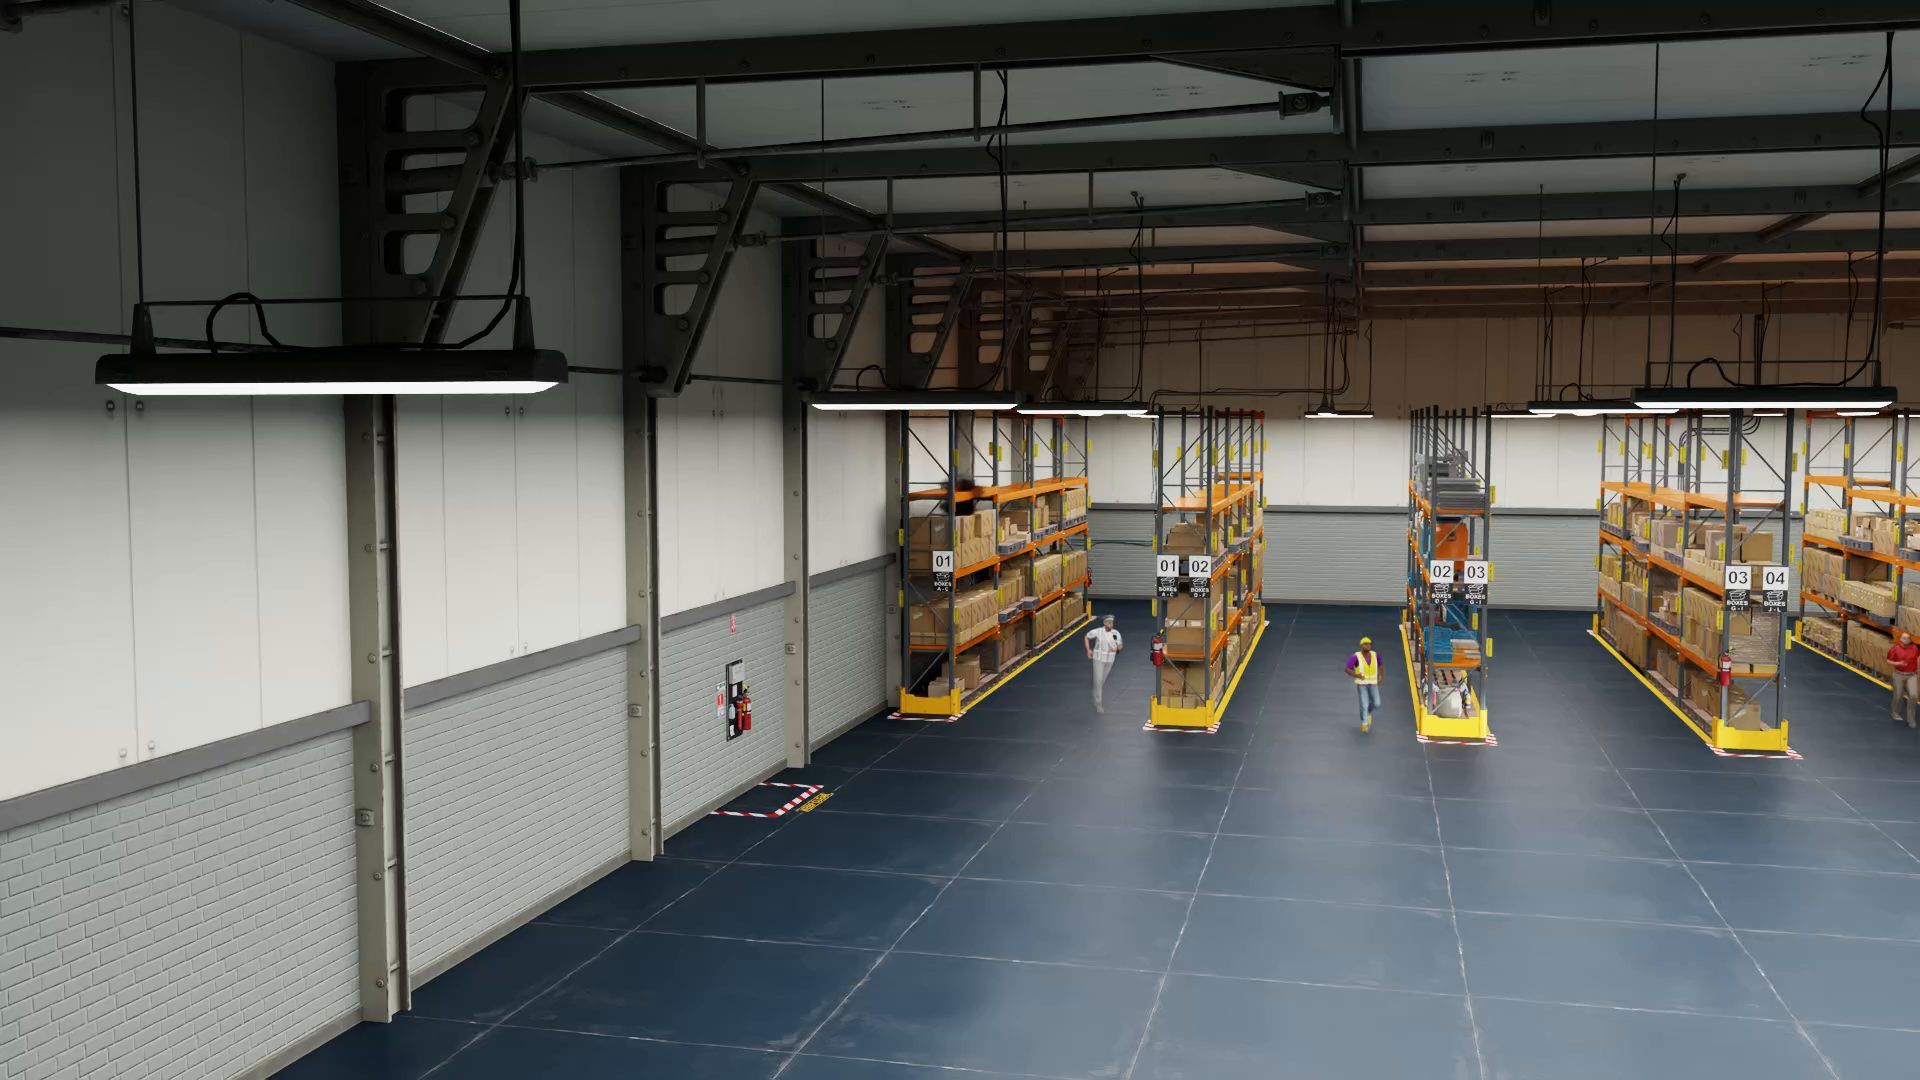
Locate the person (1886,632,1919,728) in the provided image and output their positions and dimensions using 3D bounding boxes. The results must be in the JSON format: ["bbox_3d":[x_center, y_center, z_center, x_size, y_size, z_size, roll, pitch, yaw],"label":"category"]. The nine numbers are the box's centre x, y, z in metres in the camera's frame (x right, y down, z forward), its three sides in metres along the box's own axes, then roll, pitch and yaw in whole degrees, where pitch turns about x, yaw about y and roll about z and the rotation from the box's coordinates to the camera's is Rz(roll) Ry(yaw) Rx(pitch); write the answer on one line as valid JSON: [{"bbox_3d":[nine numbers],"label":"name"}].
[{"bbox_3d":[17.766,2.634,31.292,0.640,1.800,0.795,1,4,16],"label":"person"}]

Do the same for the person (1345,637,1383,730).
[{"bbox_3d":[7.493,2.655,30.637,0.767,1.720,0.526,-1,4,-8],"label":"person"}]

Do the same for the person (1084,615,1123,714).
[{"bbox_3d":[2.764,2.302,31.639,0.691,1.787,0.846,-1,4,-20],"label":"person"}]
